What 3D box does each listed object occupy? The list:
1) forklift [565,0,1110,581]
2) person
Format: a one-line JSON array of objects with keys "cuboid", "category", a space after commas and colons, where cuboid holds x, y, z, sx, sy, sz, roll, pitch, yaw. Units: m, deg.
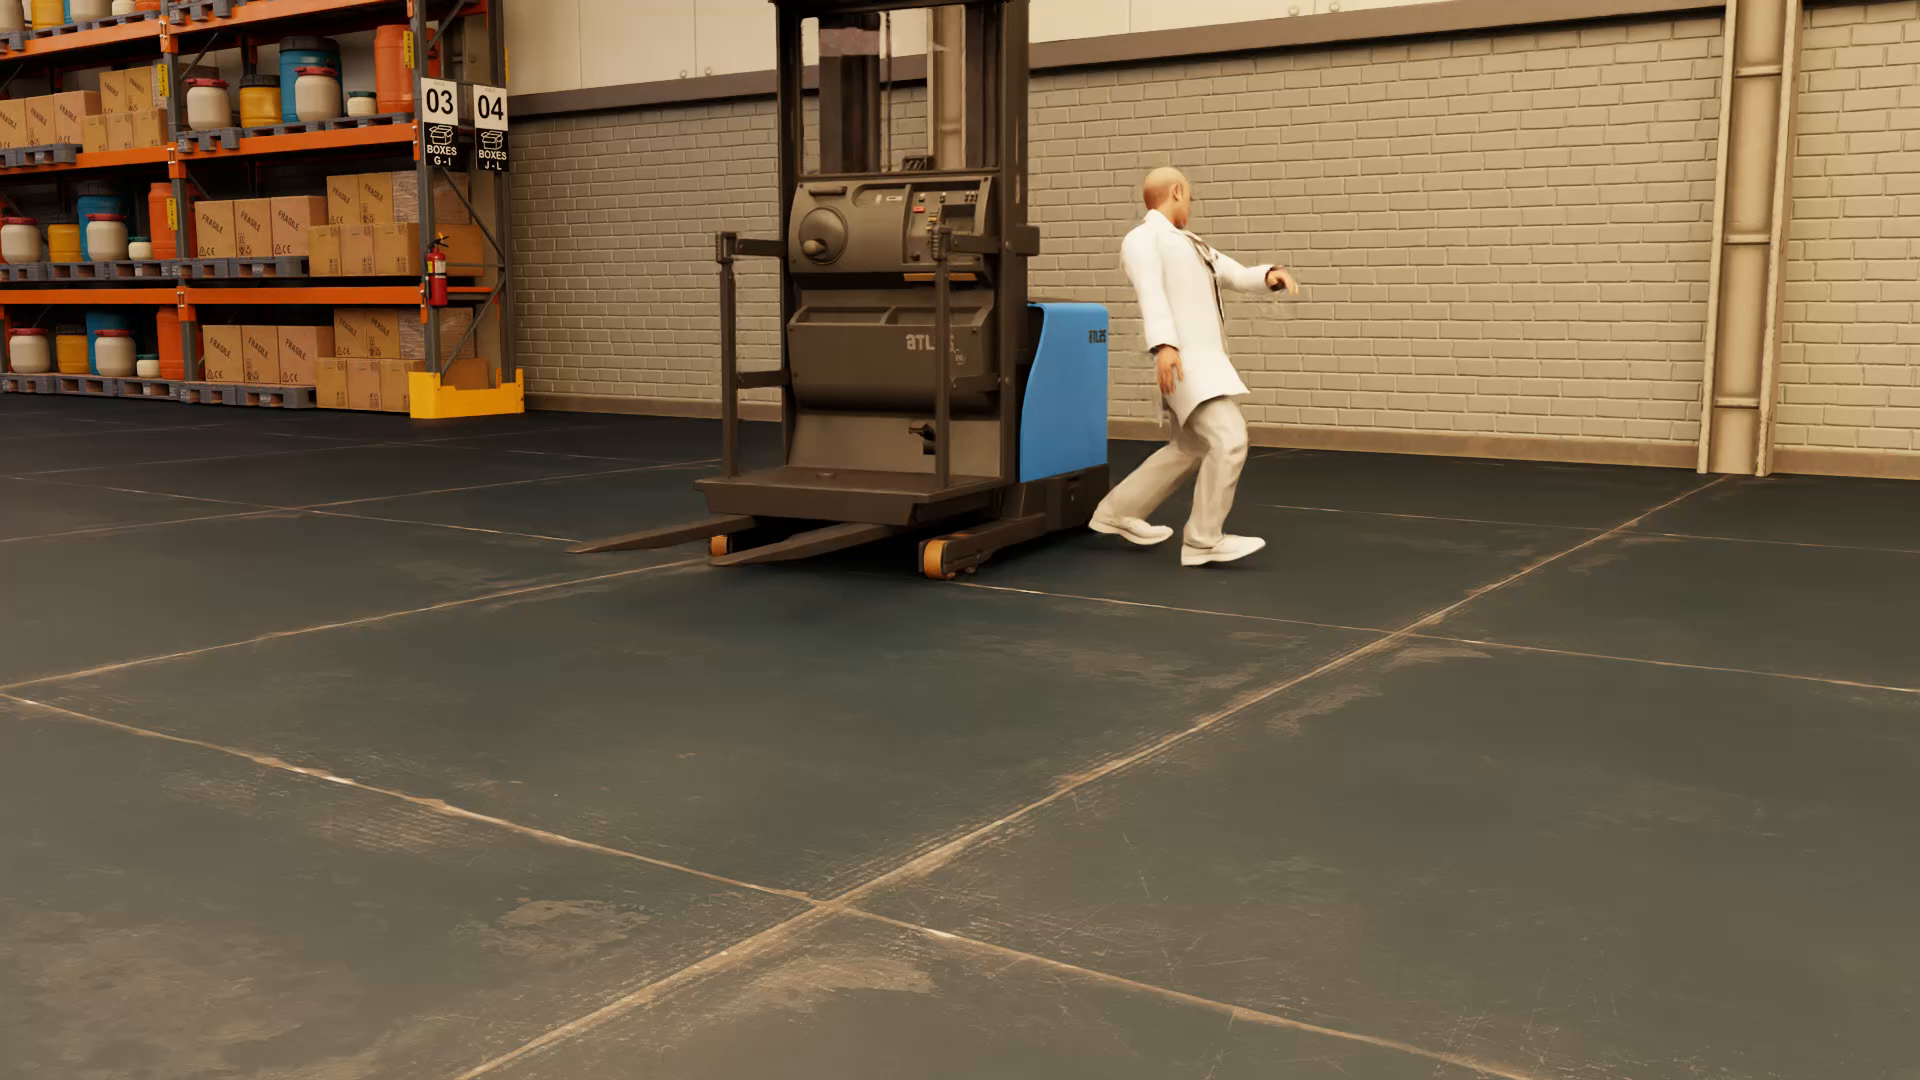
[{"cuboid": [-0.392, -1.362, 6.768, 1.130, 2.935, 3.031, 4, 9, 26], "category": "forklift"}, {"cuboid": [0.927, -0.719, 6.844, 0.911, 1.631, 0.822, 2, 8, 16], "category": "person"}]
